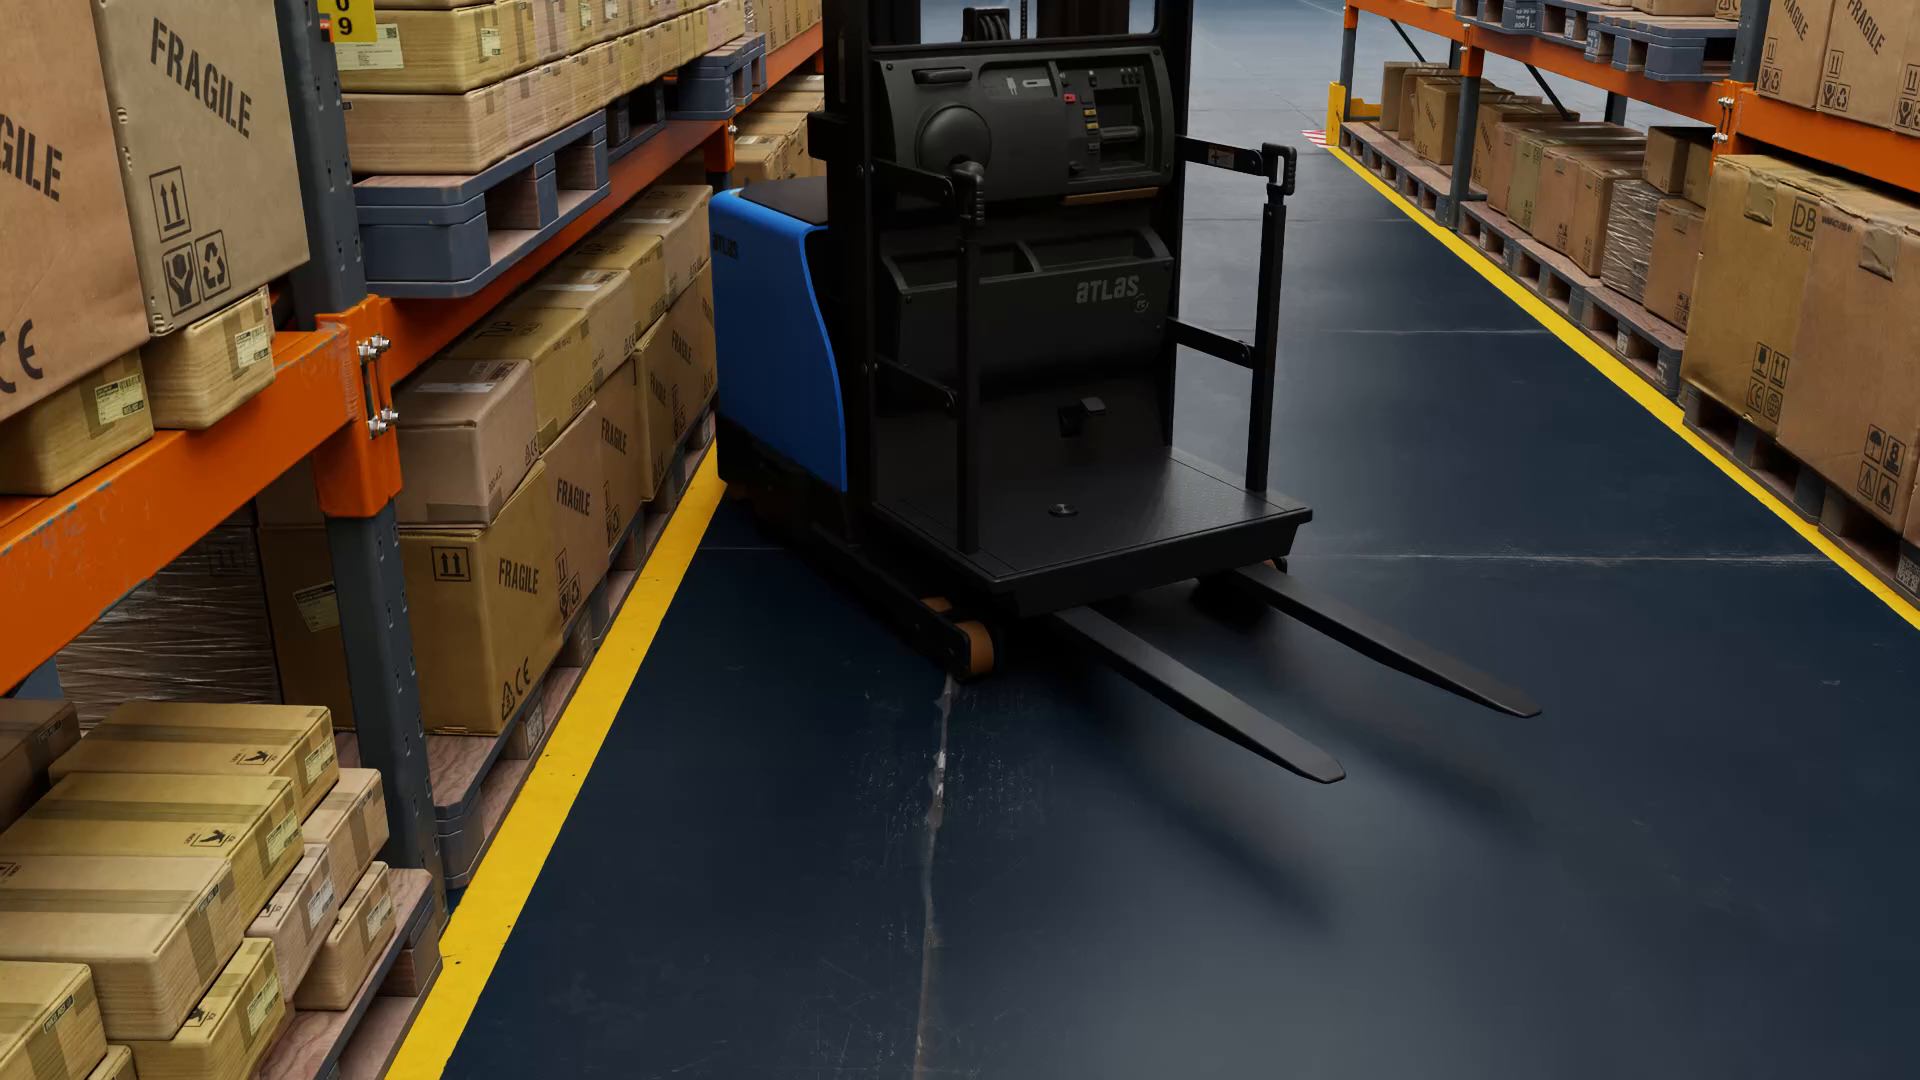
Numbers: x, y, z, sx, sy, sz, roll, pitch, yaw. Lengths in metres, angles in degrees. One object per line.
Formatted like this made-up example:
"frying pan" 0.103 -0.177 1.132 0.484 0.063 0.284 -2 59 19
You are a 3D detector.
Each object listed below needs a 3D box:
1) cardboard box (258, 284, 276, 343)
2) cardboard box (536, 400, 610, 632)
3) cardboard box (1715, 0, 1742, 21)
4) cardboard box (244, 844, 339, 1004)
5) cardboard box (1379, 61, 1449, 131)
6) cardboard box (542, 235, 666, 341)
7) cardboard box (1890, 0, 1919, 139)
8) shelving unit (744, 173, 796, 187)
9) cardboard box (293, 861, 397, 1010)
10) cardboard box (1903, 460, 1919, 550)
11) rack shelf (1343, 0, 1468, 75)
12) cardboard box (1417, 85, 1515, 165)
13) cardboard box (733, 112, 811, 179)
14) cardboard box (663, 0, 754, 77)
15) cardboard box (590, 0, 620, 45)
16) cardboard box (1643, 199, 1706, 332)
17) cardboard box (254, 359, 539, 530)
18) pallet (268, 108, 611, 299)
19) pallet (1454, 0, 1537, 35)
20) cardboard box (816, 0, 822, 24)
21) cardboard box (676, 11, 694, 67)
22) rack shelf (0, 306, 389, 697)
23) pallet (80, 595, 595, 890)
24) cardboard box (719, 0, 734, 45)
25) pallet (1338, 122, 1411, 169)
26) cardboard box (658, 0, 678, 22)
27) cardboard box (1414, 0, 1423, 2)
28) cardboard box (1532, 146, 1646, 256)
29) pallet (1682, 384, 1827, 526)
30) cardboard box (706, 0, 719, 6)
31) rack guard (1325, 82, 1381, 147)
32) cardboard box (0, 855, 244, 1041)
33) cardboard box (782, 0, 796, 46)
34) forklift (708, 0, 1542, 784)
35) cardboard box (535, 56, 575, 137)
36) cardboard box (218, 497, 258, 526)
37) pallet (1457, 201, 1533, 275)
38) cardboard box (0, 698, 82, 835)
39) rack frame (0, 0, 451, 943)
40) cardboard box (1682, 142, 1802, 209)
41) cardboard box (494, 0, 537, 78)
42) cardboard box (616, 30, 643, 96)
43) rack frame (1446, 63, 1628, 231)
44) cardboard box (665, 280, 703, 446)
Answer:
"cardboard box" -1.341 -0.361 2.660 0.380 0.149 0.250 0 21 1
"cardboard box" -1.264 -0.070 4.438 0.500 0.500 0.500 2 21 4
"cardboard box" 3.486 -2.377 6.791 0.500 0.500 0.500 -2 21 -5
"cardboard box" -1.254 0.626 2.719 0.380 0.149 0.250 0 21 -1
"cardboard box" 3.718 -3.637 13.630 0.500 0.500 0.500 5 22 12
"cardboard box" -1.239 -0.794 5.267 0.500 0.250 0.500 1 21 3
"cardboard box" 3.198 -1.441 4.959 0.500 0.500 0.500 0 21 1
"shelving unit" -0.620 -0.799 6.126 0.215 1.050 0.252 -12 23 -28
"cardboard box" -1.238 0.695 2.952 0.380 0.149 0.250 1 21 2
"cardboard box" 3.414 -0.253 4.391 1.225 0.875 0.875 0 21 0
"rack shelf" 3.692 -3.773 12.102 1.077 0.370 4.000 1 21 2
"cardboard box" 3.634 -2.993 11.970 0.500 0.500 0.500 -1 21 -3
"cardboard box" -1.313 -1.713 8.326 1.050 0.750 0.750 1 21 2
"cardboard box" -1.161 -2.236 7.008 0.500 0.500 0.500 1 21 2
"cardboard box" -1.068 -1.317 4.133 0.380 0.149 0.250 1 21 4
"cardboard box" 3.510 -1.222 7.378 0.700 0.500 0.500 0 21 -1
"cardboard box" -1.280 -0.228 3.809 0.500 0.250 0.500 0 21 -1
"pallet" -1.398 -0.769 3.631 1.003 0.211 1.213 1 21 2
"pallet" 3.463 -3.021 9.434 1.003 0.211 1.213 1 21 2
"cardboard box" -1.072 -3.332 9.831 0.500 0.500 0.500 1 21 1
"cardboard box" -1.035 -1.556 5.158 0.380 0.149 0.250 0 21 -1
"rack shelf" -1.627 0.474 1.154 1.077 0.370 4.000 1 21 2
"pallet" -1.544 0.434 4.118 1.003 0.211 1.213 1 21 2
"cardboard box" -1.010 -1.836 5.881 0.380 0.149 0.250 1 21 1
"pallet" 3.691 -3.211 13.513 1.003 0.211 1.213 1 21 2
"cardboard box" -1.042 -1.598 4.856 0.380 0.149 0.250 1 21 3
"cardboard box" 3.405 -3.892 11.759 0.380 0.149 0.250 1 21 2
"cardboard box" 3.542 -1.829 8.944 0.700 0.500 0.500 -1 21 -3
"pallet" 3.411 -0.355 6.152 1.003 0.211 1.213 1 21 2
"cardboard box" -1.016 -1.872 5.564 0.380 0.149 0.250 1 21 3
"rack guard" 3.751 -3.639 14.217 1.175 0.500 0.348 1 21 2
"cardboard box" -1.286 0.586 2.410 0.380 0.149 0.250 0 21 1
"cardboard box" -1.115 -2.783 8.416 0.500 0.500 0.500 0 21 1
"forklift" 0.313 -1.172 4.497 1.130 2.935 3.031 -12 24 -28
"cardboard box" -1.080 -0.991 3.703 0.380 0.149 0.250 1 21 2
"cardboard box" -1.796 -0.236 3.830 0.500 0.250 0.500 0 21 0
"pallet" 3.609 -1.804 9.887 1.003 0.211 1.213 1 21 2
"cardboard box" -1.784 0.394 2.905 0.380 0.149 0.250 1 21 4
"rack frame" -1.566 -0.584 2.888 1.000 3.000 0.127 1 21 2
"cardboard box" 3.500 -1.571 7.242 0.500 0.250 0.500 1 21 4
"cardboard box" -1.089 -1.033 3.399 0.380 0.149 0.250 0 21 1
"cardboard box" -1.060 -1.272 4.428 0.380 0.149 0.250 0 21 1
"rack frame" 3.632 -3.386 10.108 1.000 3.000 0.127 1 21 2
"cardboard box" -1.223 -0.632 5.887 0.500 0.500 0.500 1 21 4
